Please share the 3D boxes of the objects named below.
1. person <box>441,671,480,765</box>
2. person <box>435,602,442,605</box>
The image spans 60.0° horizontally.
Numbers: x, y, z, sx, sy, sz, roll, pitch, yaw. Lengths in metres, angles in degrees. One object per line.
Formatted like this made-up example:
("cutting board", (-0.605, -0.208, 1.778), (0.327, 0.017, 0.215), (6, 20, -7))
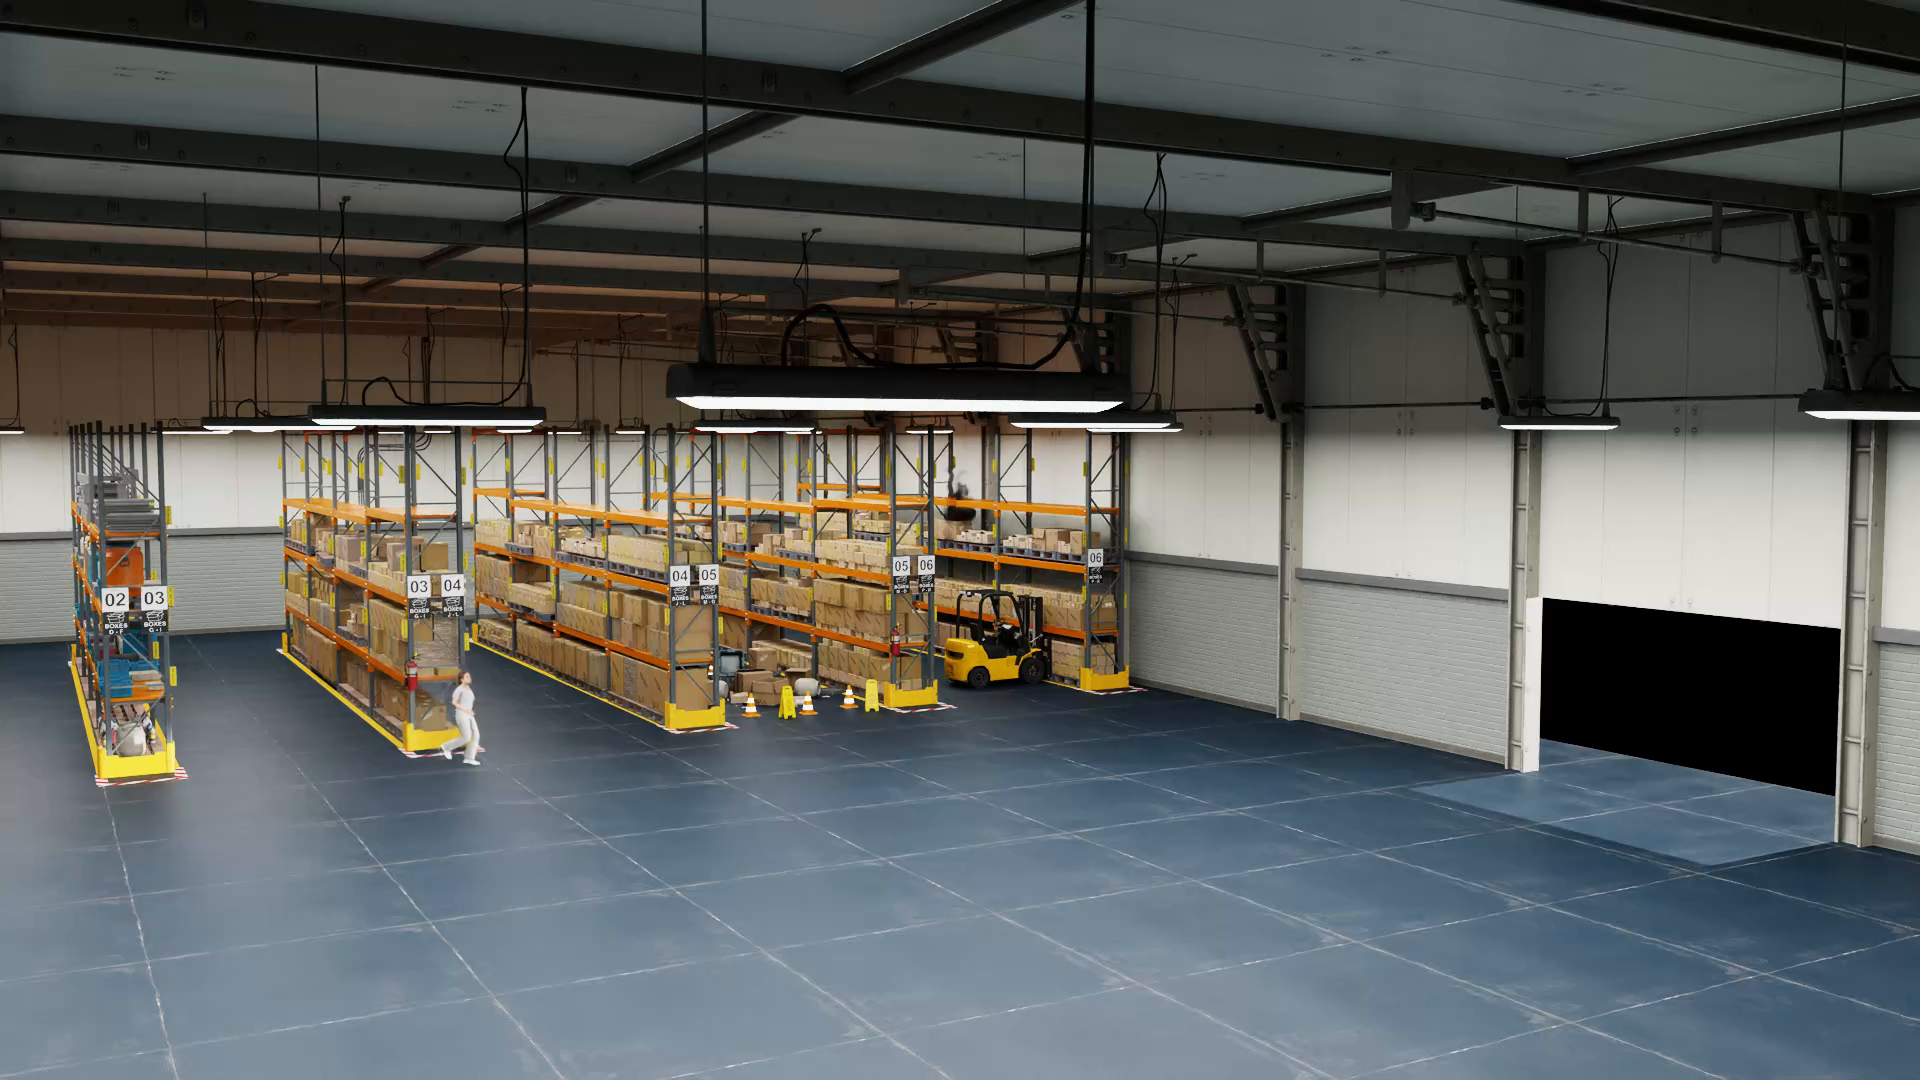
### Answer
("person", (-8.730, 3.115, 29.087), (0.691, 1.664, 0.581), (1, 4, 8))
("person", (-14.732, 1.998, 46.553), (0.740, 1.739, 0.810), (0, 4, 3))
